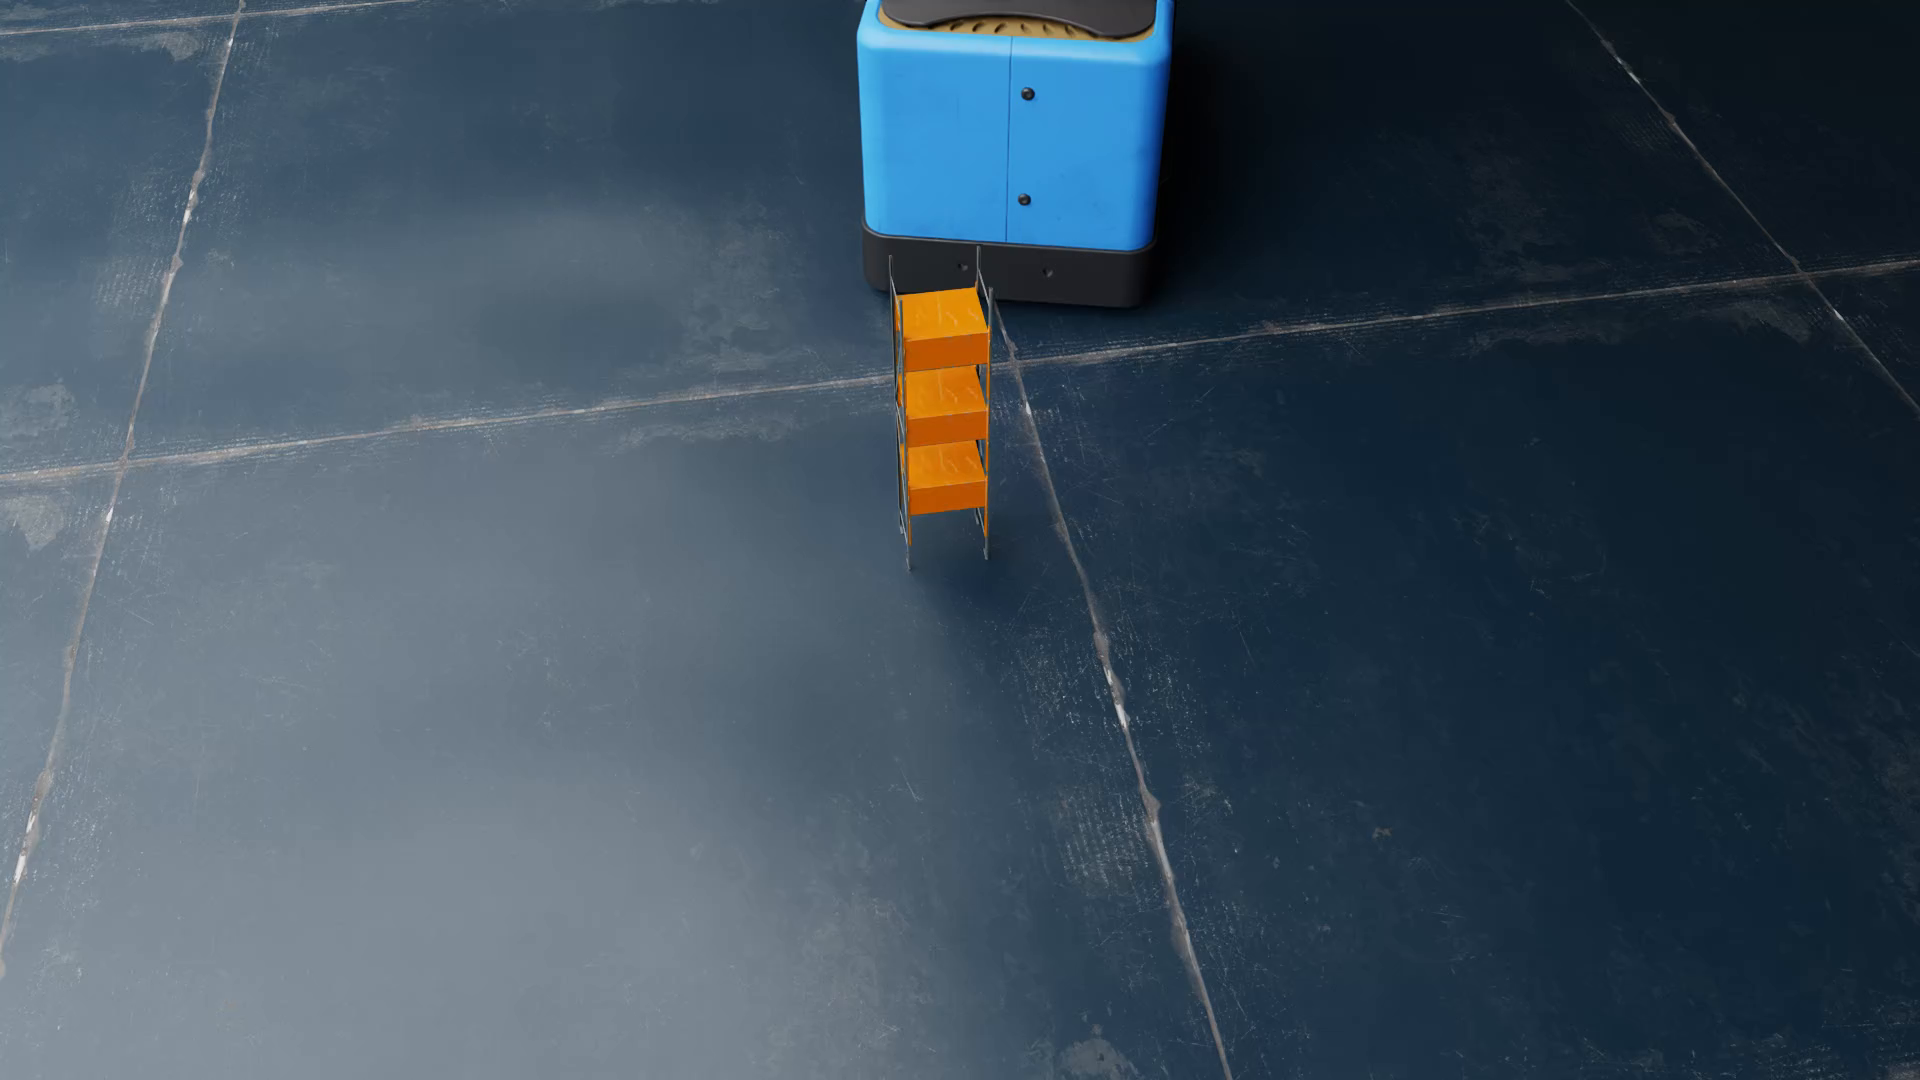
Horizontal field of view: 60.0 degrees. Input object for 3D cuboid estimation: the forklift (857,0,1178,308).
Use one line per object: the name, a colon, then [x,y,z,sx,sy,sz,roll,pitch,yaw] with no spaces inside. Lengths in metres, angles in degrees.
forklift: [0.331,-2.914,6.023,1.130,2.935,3.031,5,46,4]

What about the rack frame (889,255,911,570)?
rack frame: [-0.173,-0.343,4.851,0.008,1.050,0.200,-7,46,-7]

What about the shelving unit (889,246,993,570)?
shelving unit: [-0.053,-0.358,4.866,0.252,1.050,0.215,-7,46,-7]

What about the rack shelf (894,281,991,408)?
rack shelf: [-0.053,-0.547,4.669,0.240,0.259,0.215,-7,46,-7]

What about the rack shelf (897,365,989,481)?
rack shelf: [-0.053,-0.350,4.873,0.240,0.259,0.215,-7,46,-7]

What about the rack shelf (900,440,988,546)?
rack shelf: [-0.053,-0.158,5.073,0.240,0.259,0.215,-7,46,-7]

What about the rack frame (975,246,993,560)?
rack frame: [0.067,-0.373,4.880,0.008,1.050,0.200,-7,46,-7]
